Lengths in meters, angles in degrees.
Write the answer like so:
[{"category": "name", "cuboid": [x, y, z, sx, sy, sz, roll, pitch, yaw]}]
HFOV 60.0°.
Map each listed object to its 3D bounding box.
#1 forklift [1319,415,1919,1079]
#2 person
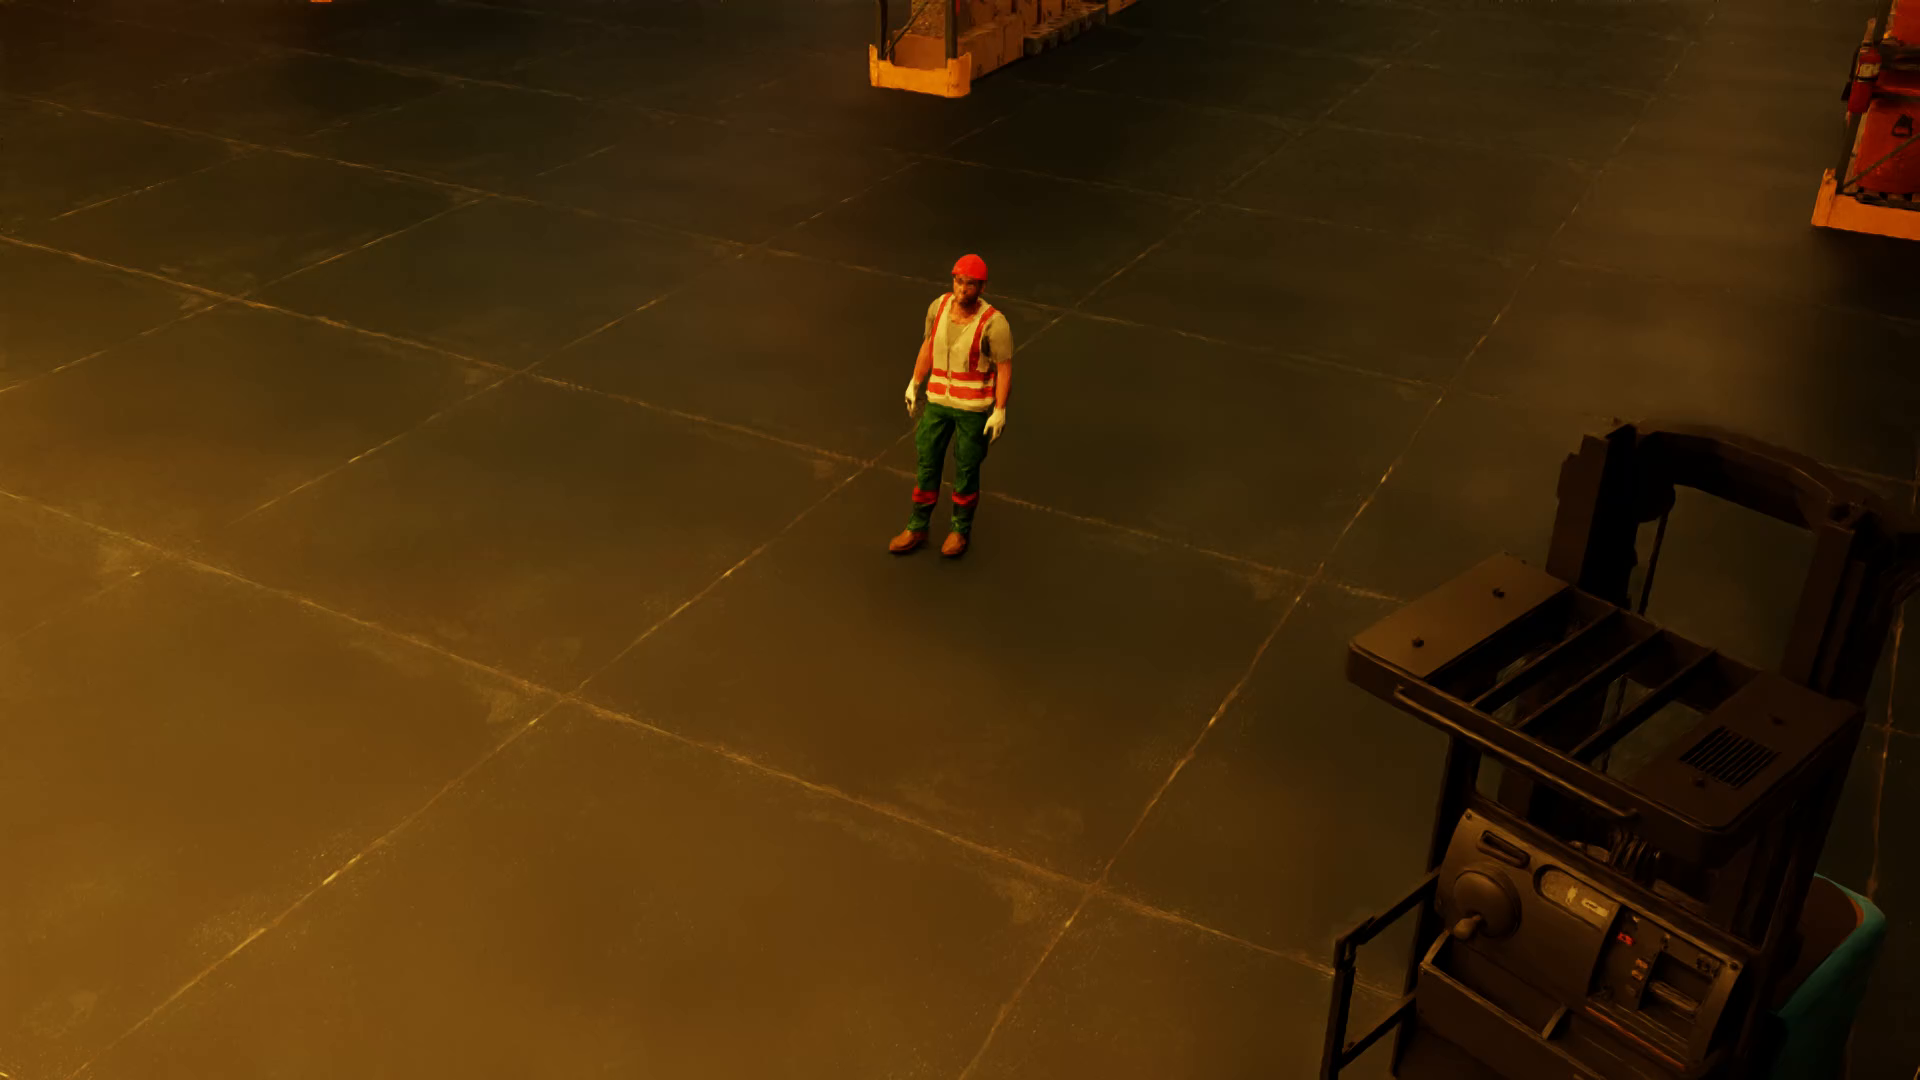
[{"category": "forklift", "cuboid": [1.744, 1.221, 4.954, 3.031, 2.935, 1.130, -24, 37, -35]}, {"category": "person", "cuboid": [-0.048, -0.748, 9.496, 0.637, 1.787, 0.563, 15, 33, 25]}]
